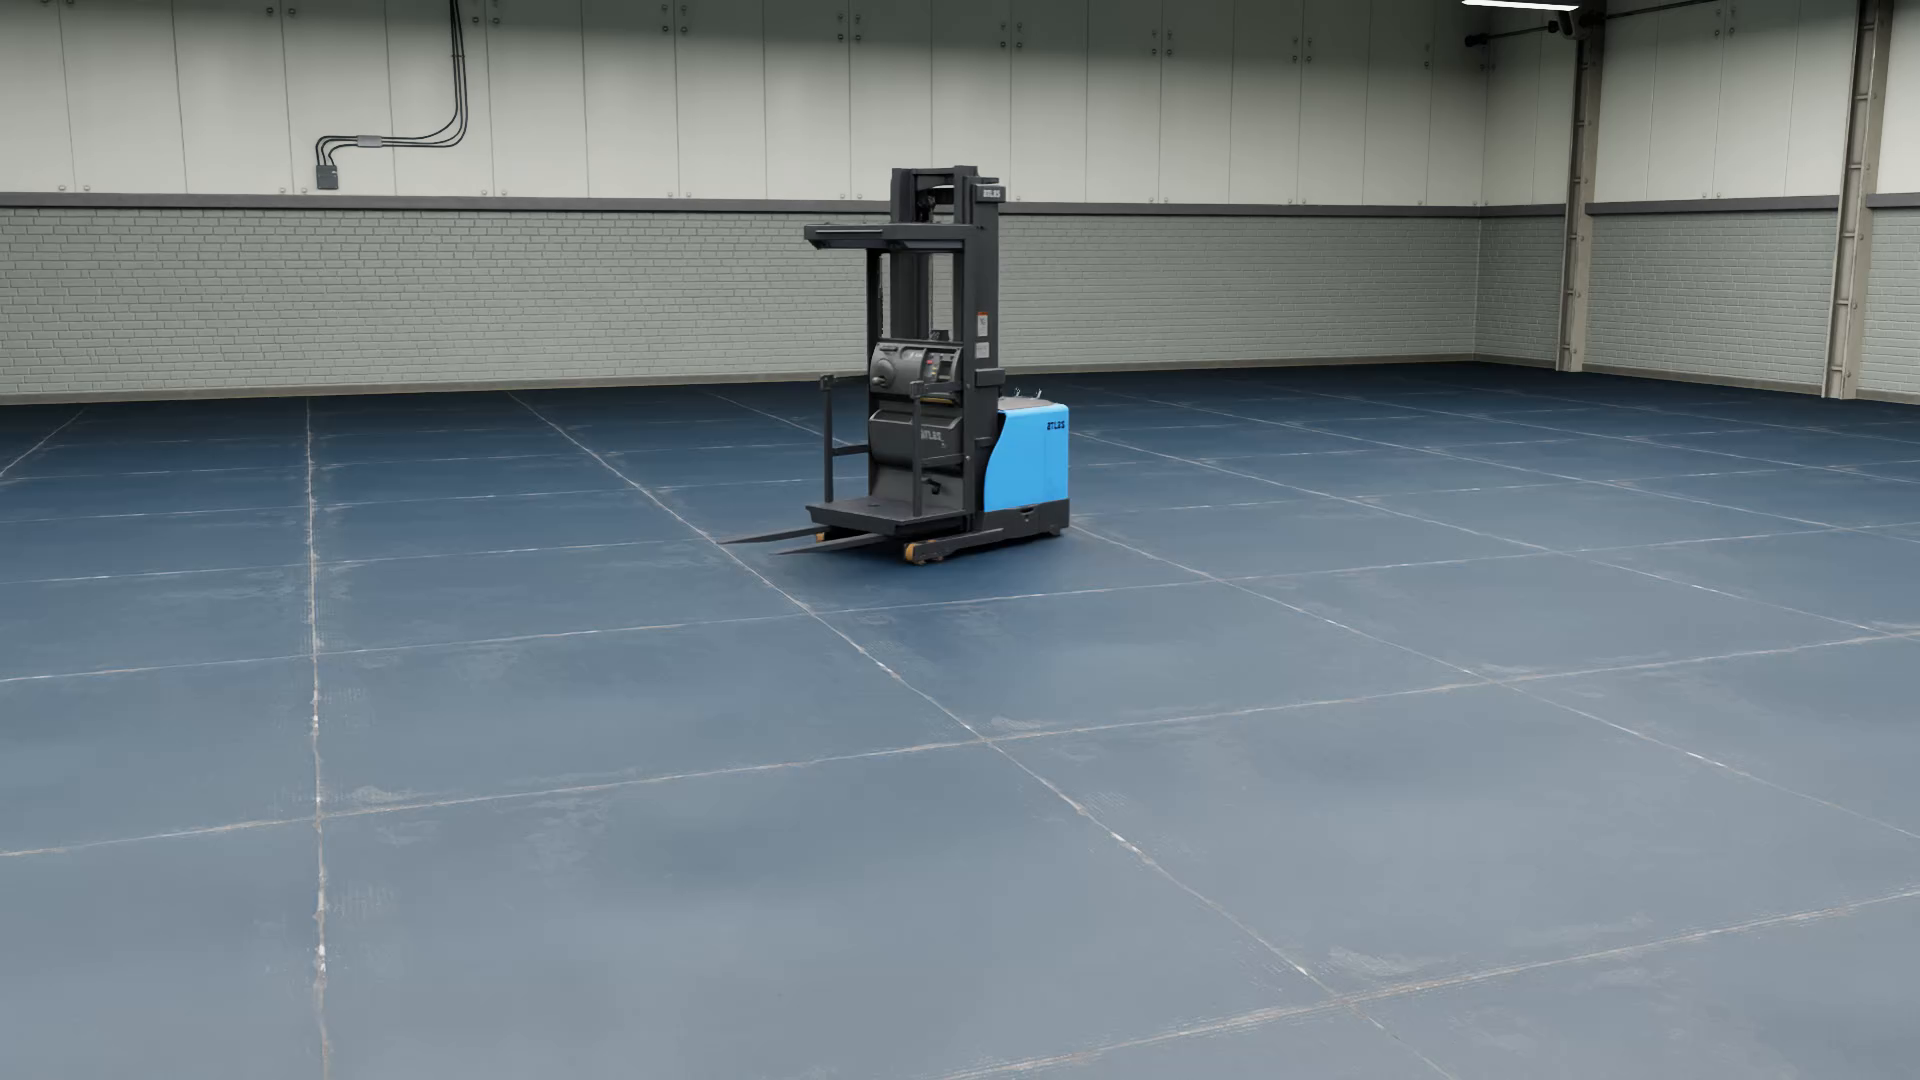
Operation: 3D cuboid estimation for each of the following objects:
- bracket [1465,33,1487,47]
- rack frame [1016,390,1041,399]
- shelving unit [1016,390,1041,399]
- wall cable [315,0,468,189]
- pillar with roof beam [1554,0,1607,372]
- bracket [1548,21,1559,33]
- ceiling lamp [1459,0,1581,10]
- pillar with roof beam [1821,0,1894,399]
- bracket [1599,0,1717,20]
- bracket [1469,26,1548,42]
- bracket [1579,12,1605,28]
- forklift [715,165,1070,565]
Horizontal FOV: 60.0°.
[{"bbox_3d":[10.147,-9.824,32.677,0.235,0.232,0.430,-4,11,-21],"label":"bracket"},{"bbox_3d":[0.420,-0.802,14.538,0.240,1.200,0.006,7,-25,33],"label":"rack frame"},{"bbox_3d":[0.460,-0.758,14.607,0.258,1.200,0.189,7,-25,33],"label":"shelving unit"},{"bbox_3d":[-8.853,-8.460,25.575,2.305,6.003,0.169,-4,11,-21],"label":"wall cable"},{"bbox_3d":[7.474,-7.347,29.028,9.100,9.000,0.548,-4,11,-21],"label":"pillar with roof beam"},{"bbox_3d":[11.005,-9.437,30.502,0.235,0.232,0.430,-4,11,-21],"label":"bracket"},{"bbox_3d":[8.264,-9.548,24.737,2.000,3.185,0.800,-4,11,-21],"label":"ceiling lamp"},{"bbox_3d":[9.649,-6.368,23.522,9.100,9.000,0.400,-4,11,-21],"label":"pillar with roof beam"},{"bbox_3d":[12.240,-8.881,27.377,0.076,0.066,4.783,-4,11,-21],"label":"bracket"},{"bbox_3d":[10.361,-9.728,32.135,0.076,0.066,3.189,-4,11,-21],"label":"bracket"},{"bbox_3d":[11.306,-9.302,29.741,0.235,0.232,0.430,-4,11,-21],"label":"bracket"},{"bbox_3d":[-0.488,-1.358,12.683,1.130,2.935,3.031,10,14,43],"label":"forklift"}]
